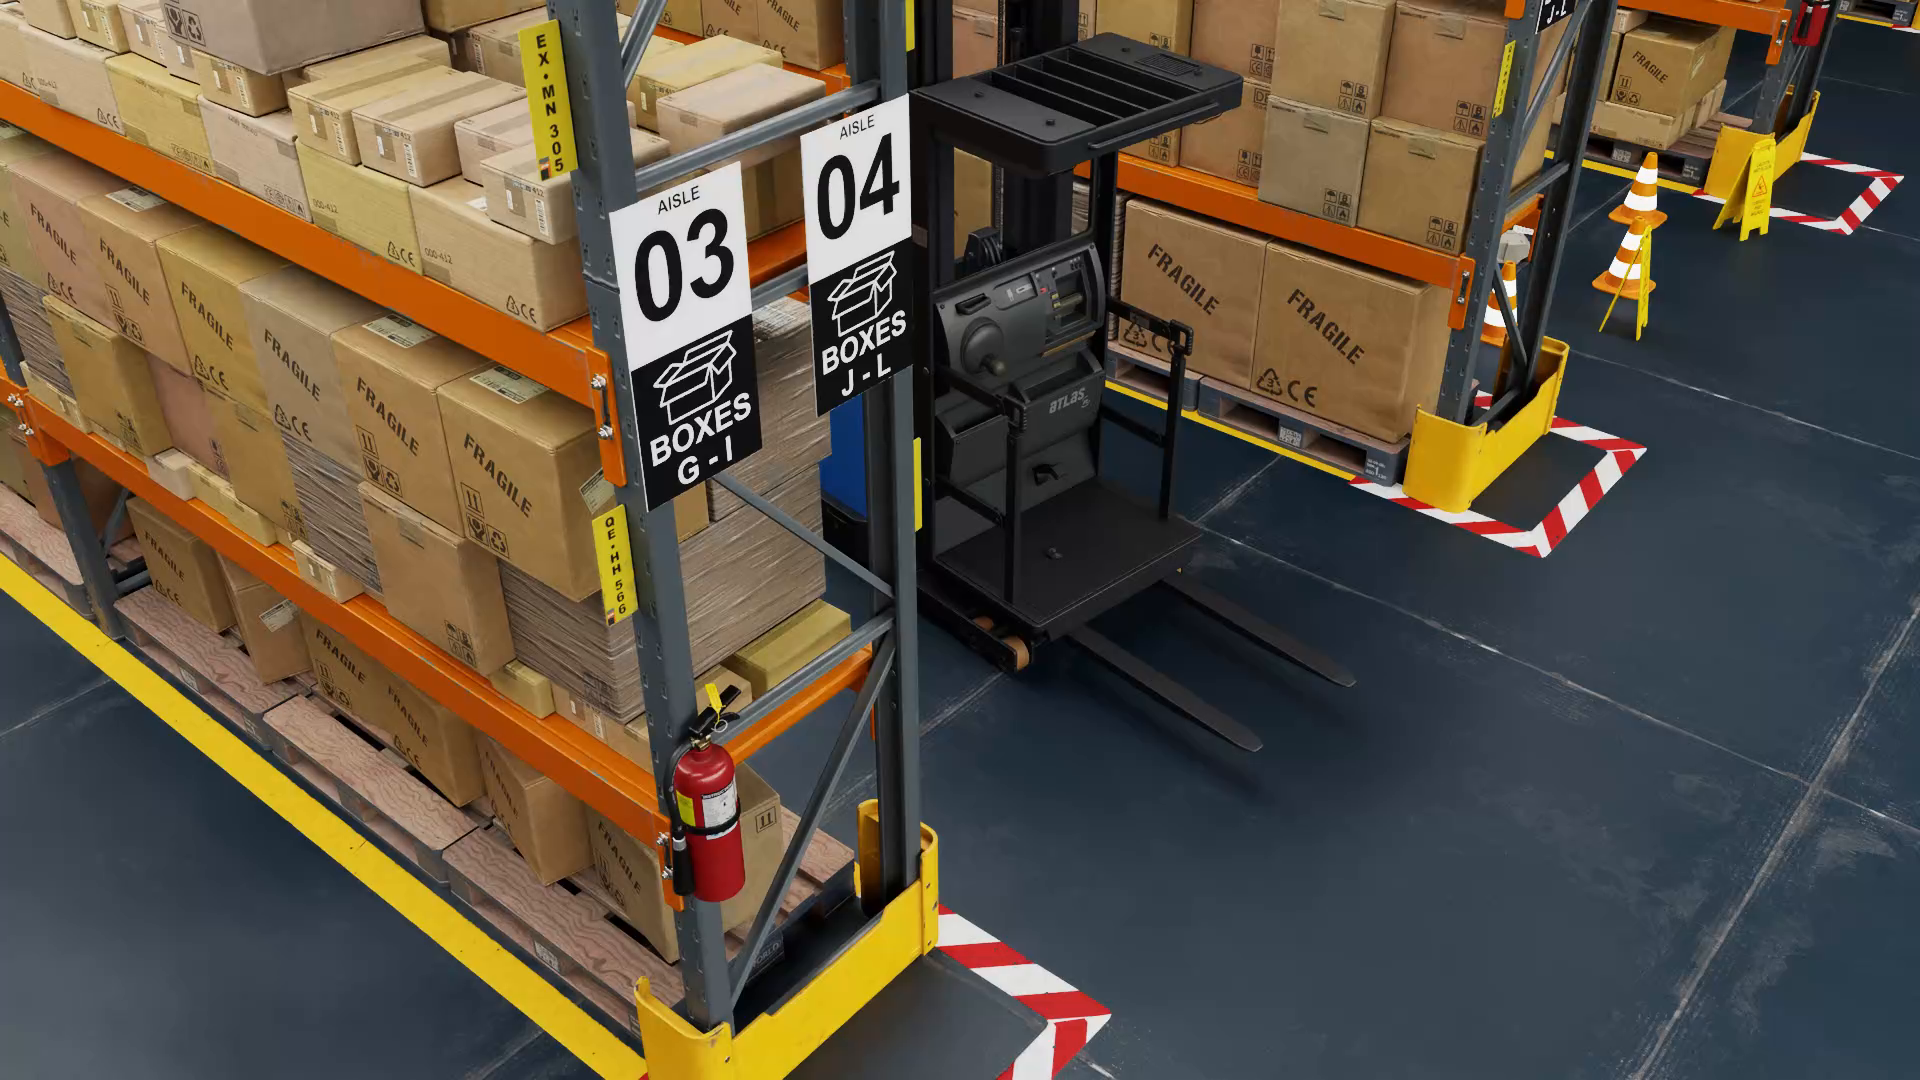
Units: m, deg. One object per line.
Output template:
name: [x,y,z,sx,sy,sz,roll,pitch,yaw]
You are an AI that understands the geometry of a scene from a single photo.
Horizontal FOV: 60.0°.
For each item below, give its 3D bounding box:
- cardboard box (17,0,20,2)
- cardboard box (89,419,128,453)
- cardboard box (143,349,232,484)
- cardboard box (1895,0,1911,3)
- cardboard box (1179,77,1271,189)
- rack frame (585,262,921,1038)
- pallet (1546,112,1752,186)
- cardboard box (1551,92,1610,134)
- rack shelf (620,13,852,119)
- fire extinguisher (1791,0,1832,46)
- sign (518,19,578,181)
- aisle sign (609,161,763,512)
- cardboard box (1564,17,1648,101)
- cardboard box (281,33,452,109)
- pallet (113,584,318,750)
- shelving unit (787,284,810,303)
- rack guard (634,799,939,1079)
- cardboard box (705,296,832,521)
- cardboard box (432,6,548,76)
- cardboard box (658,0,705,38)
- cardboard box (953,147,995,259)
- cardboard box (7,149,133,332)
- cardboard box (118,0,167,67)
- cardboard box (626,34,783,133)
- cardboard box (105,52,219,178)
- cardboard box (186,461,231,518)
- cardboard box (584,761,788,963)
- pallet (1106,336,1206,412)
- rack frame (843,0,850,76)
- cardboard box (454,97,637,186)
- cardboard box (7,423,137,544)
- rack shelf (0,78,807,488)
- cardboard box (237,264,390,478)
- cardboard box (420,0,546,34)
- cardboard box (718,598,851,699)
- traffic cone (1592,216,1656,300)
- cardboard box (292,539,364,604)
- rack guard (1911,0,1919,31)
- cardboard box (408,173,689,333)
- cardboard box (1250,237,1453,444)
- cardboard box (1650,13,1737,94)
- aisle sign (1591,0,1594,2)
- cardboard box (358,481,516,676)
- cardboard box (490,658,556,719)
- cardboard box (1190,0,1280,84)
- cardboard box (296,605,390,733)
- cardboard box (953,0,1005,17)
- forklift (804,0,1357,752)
cardboard box: [-2.861,-1.852,5.427,0.250,0.149,0.380,27,43,33]
cardboard box: [-3.207,-0.522,6.582,0.250,0.149,0.380,25,42,32]
cardboard box: [-2.457,-0.649,6.194,0.500,0.500,0.875,25,42,32]
cardboard box: [8.451,-5.105,15.092,0.500,0.250,0.500,26,42,32]
cardboard box: [1.651,-2.305,8.824,0.550,0.550,0.875,25,42,32]
rack frame: [-0.499,0.440,4.960,0.127,3.000,1.000,25,42,32]
pallet: [5.181,-3.059,12.518,1.213,0.211,1.003,25,42,32]
cardboard box: [4.655,-3.278,12.431,0.500,0.250,0.500,25,42,32]
rack shelf: [-1.859,-3.558,11.417,4.000,0.370,1.077,25,42,32]
fire extinguisher: [5.634,-3.598,10.907,0.183,0.674,0.296,25,42,32]
sign: [-0.870,-0.927,3.519,0.005,0.325,0.100,25,42,32]
aisle sign: [-0.644,-0.479,4.001,0.004,0.787,0.394,25,42,32]
cardboard box: [4.655,-3.585,12.215,0.500,0.500,0.500,27,43,33]
cardboard box: [-1.636,-1.285,4.602,0.250,0.149,0.380,26,42,32]
pallet: [-3.035,0.368,7.527,1.213,0.211,1.003,25,42,32]
shelving unit: [-0.760,-0.989,8.630,0.258,1.200,0.503,-27,43,-33]
rack guard: [-0.558,1.443,5.707,0.348,0.500,1.175,25,42,32]
cardboard box: [-0.748,-0.454,5.027,0.500,0.500,0.500,25,42,32]
cardboard box: [-1.321,-1.493,4.905,0.250,0.149,0.380,25,42,32]
cardboard box: [-1.671,-3.610,10.769,0.500,0.500,0.500,26,42,32]
cardboard box: [0.116,-2.169,10.265,0.875,0.875,0.875,26,42,32]
cardboard box: [-3.005,-1.131,6.013,0.500,0.500,0.500,25,42,32]
cardboard box: [-2.275,-1.562,5.005,0.250,0.149,0.380,26,42,33]
cardboard box: [-0.700,-1.235,4.530,0.250,0.149,0.380,26,42,33]
cardboard box: [-2.196,-1.348,5.045,0.500,0.250,0.500,24,41,31]
cardboard box: [-2.624,-0.255,6.193,0.250,0.149,0.380,25,42,32]
cardboard box: [-0.969,1.064,5.888,0.500,0.500,0.500,-25,42,-32]
pallet: [1.154,-1.229,9.854,1.213,0.211,1.003,25,42,32]
rack frame: [-0.322,-3.130,10.158,0.127,3.000,1.000,25,42,32]
cardboard box: [-1.037,-1.009,4.200,0.250,0.149,0.380,24,41,30]
cardboard box: [-4.032,-0.392,7.990,0.500,0.500,0.700,22,40,28]
rack shelf: [-2.036,-1.224,5.369,4.000,0.370,1.077,25,42,32]
cardboard box: [-1.851,-0.589,5.223,0.500,0.500,0.500,25,42,32]
cardboard box: [-1.468,-1.822,4.811,0.500,0.500,0.500,25,42,32]
cardboard box: [-0.566,0.337,5.332,0.250,0.149,0.380,25,42,32]
traffic cone: [4.237,-1.814,10.483,0.334,0.463,0.336,25,42,32]
cardboard box: [-2.071,0.032,5.775,0.250,0.149,0.380,25,42,32]
rack guard: [9.033,-4.993,15.079,0.348,0.500,1.175,25,42,32]
cardboard box: [-1.032,-0.799,4.246,0.500,0.250,0.500,26,42,33]
cardboard box: [2.188,-1.195,8.847,0.875,0.875,0.875,26,42,32]
cardboard box: [5.380,-3.641,12.298,0.500,0.500,0.500,24,41,30]
aisle sign: [2.998,-2.858,7.465,0.004,0.787,0.394,25,42,32]
cardboard box: [-1.366,-0.064,5.342,0.500,0.500,0.875,25,42,32]
cardboard box: [-1.267,0.371,5.282,0.250,0.149,0.380,25,42,32]
cardboard box: [1.666,-2.761,8.534,0.550,0.550,0.875,25,42,32]
cardboard box: [-2.319,0.406,6.847,0.500,0.500,0.500,21,40,28]
cardboard box: [0.436,-3.340,9.377,0.550,0.550,0.875,25,42,32]
forklift: [0.414,-0.945,7.037,1.130,2.935,3.031,-27,43,-33]
